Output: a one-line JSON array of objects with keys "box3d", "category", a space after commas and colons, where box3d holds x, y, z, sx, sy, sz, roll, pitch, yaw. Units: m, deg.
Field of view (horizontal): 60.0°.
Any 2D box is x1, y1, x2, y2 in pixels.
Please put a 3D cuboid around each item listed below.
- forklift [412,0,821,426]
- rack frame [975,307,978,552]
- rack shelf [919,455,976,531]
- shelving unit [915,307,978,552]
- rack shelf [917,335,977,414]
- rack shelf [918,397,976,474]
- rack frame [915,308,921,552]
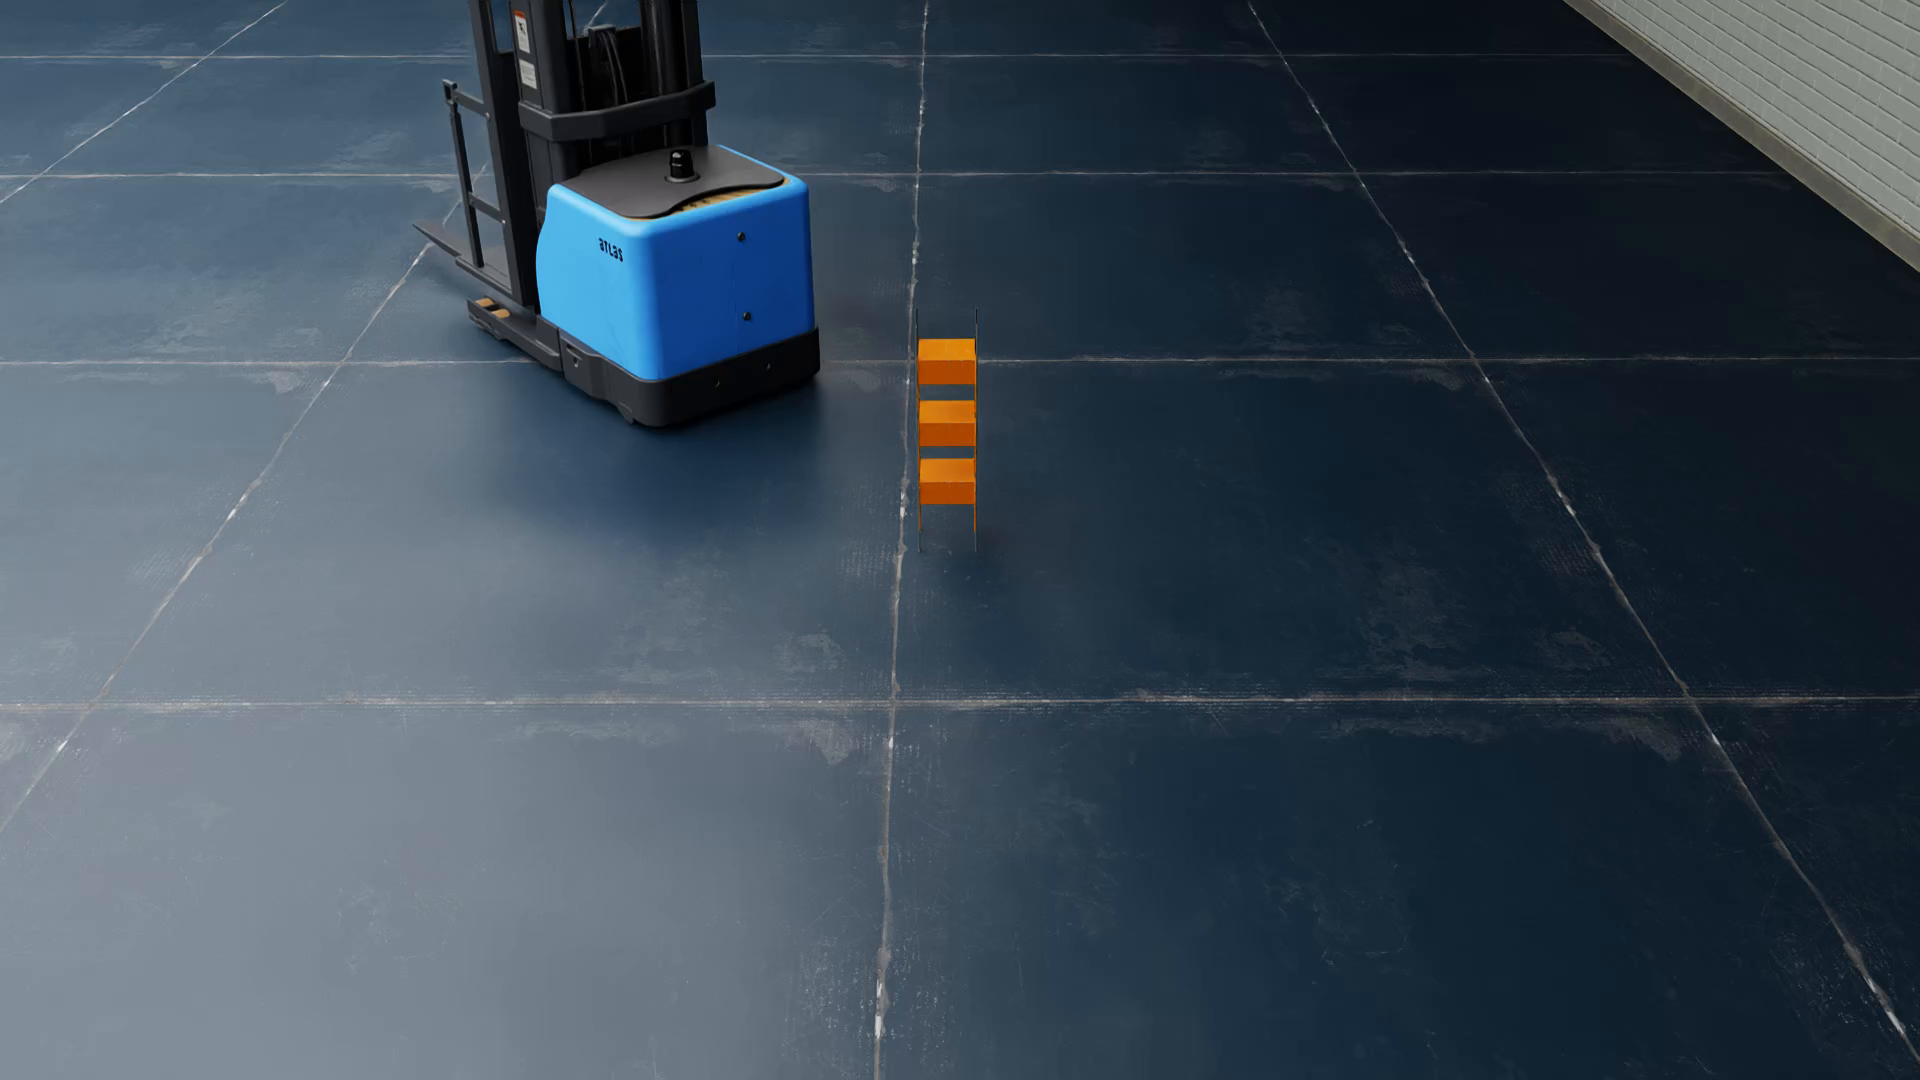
[{"box3d": [-2.055, -2.489, 8.527, 1.130, 2.935, 3.031, -24, 39, -34], "category": "forklift"}, {"box3d": [0.068, -0.449, 6.978, 0.008, 1.050, 0.200, 0, 31, 0], "category": "rack frame"}, {"box3d": [-0.054, -0.202, 7.127, 0.240, 0.259, 0.215, 0, 31, 0], "category": "rack shelf"}, {"box3d": [-0.054, -0.449, 6.977, 0.252, 1.050, 0.215, 0, 31, 0], "category": "shelving unit"}, {"box3d": [-0.054, -0.682, 6.836, 0.240, 0.259, 0.215, 0, 31, 0], "category": "rack shelf"}, {"box3d": [-0.054, -0.440, 6.983, 0.240, 0.259, 0.215, 0, 31, 0], "category": "rack shelf"}, {"box3d": [-0.176, -0.448, 6.977, 0.008, 1.050, 0.200, 0, 31, 0], "category": "rack frame"}]
